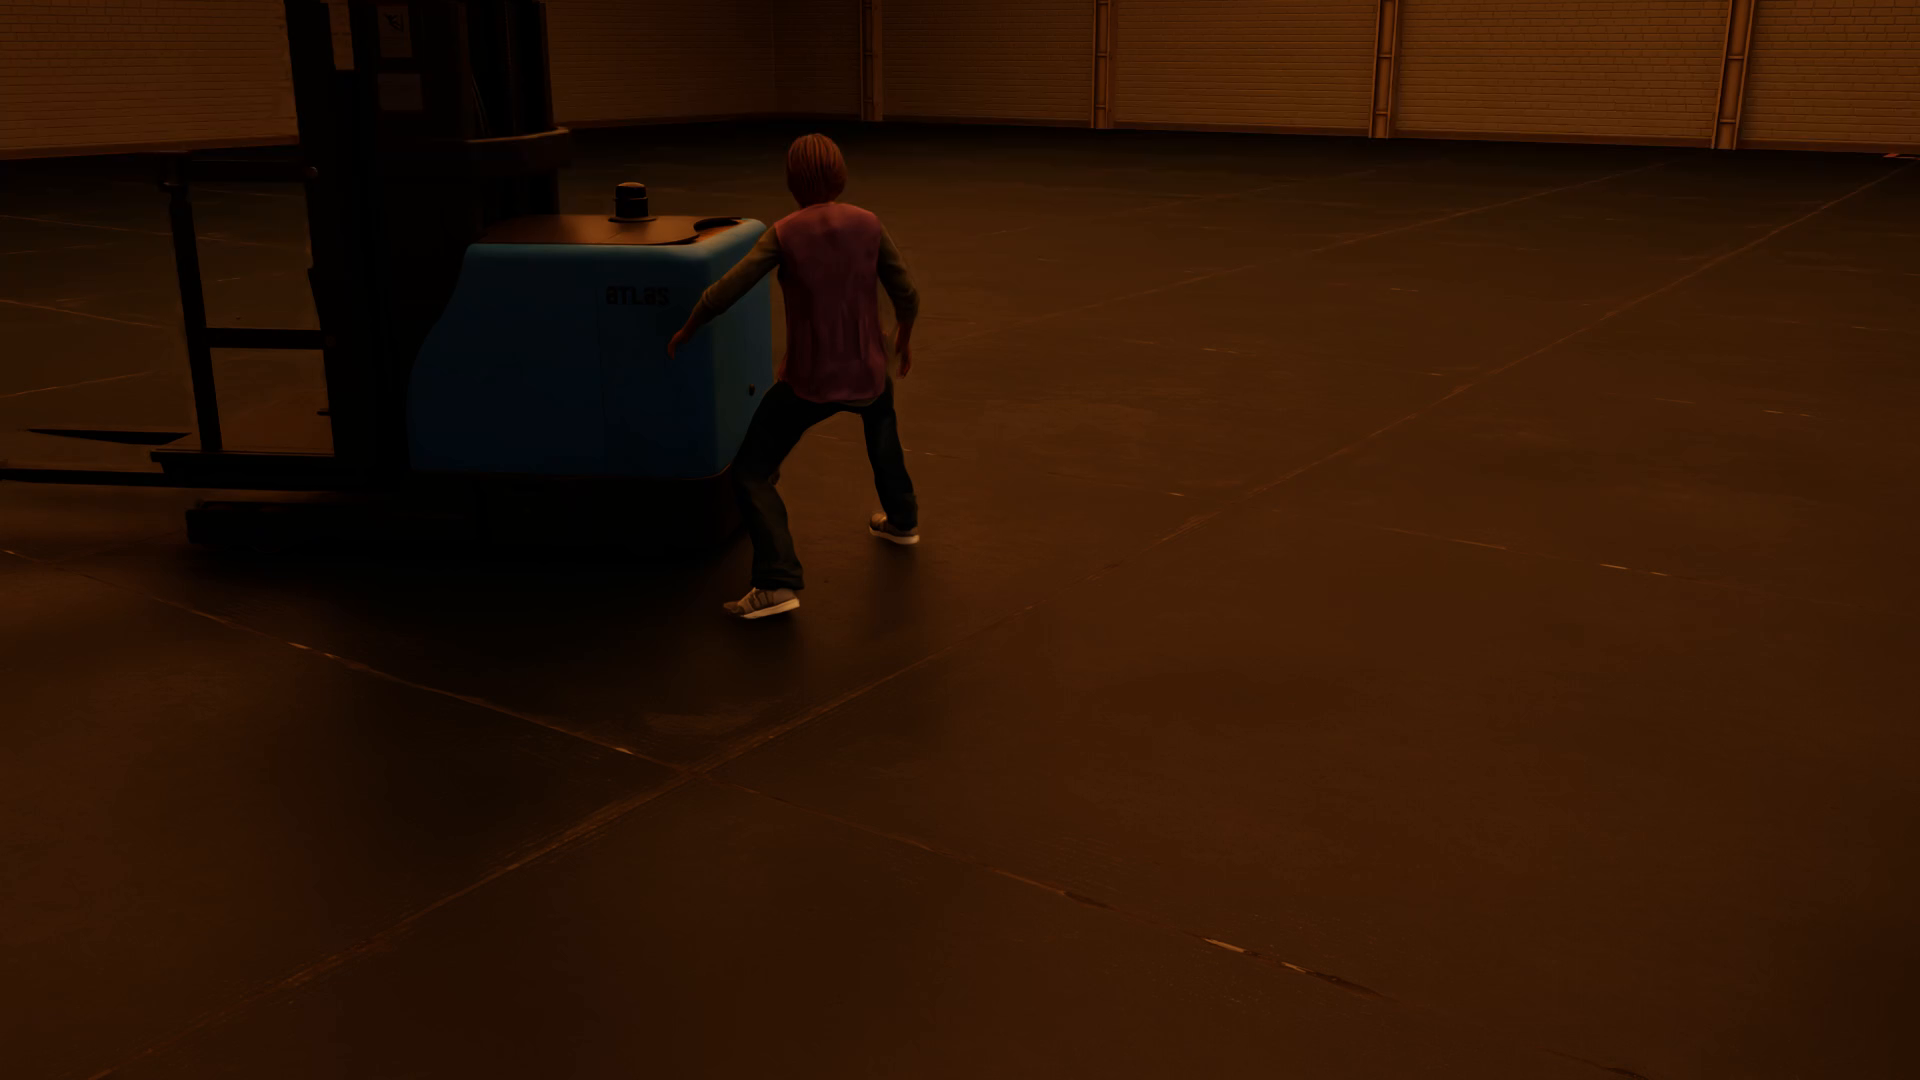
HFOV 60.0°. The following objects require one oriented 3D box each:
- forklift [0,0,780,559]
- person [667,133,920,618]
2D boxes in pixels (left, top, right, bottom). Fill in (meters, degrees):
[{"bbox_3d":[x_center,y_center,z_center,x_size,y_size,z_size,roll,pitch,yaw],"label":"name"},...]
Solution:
[{"bbox_3d":[-2.259,-1.504,5.861,3.031,2.935,1.130,2,17,6],"label":"forklift"},{"bbox_3d":[-0.473,-0.549,5.322,0.848,1.470,0.731,-6,18,-20],"label":"person"}]
